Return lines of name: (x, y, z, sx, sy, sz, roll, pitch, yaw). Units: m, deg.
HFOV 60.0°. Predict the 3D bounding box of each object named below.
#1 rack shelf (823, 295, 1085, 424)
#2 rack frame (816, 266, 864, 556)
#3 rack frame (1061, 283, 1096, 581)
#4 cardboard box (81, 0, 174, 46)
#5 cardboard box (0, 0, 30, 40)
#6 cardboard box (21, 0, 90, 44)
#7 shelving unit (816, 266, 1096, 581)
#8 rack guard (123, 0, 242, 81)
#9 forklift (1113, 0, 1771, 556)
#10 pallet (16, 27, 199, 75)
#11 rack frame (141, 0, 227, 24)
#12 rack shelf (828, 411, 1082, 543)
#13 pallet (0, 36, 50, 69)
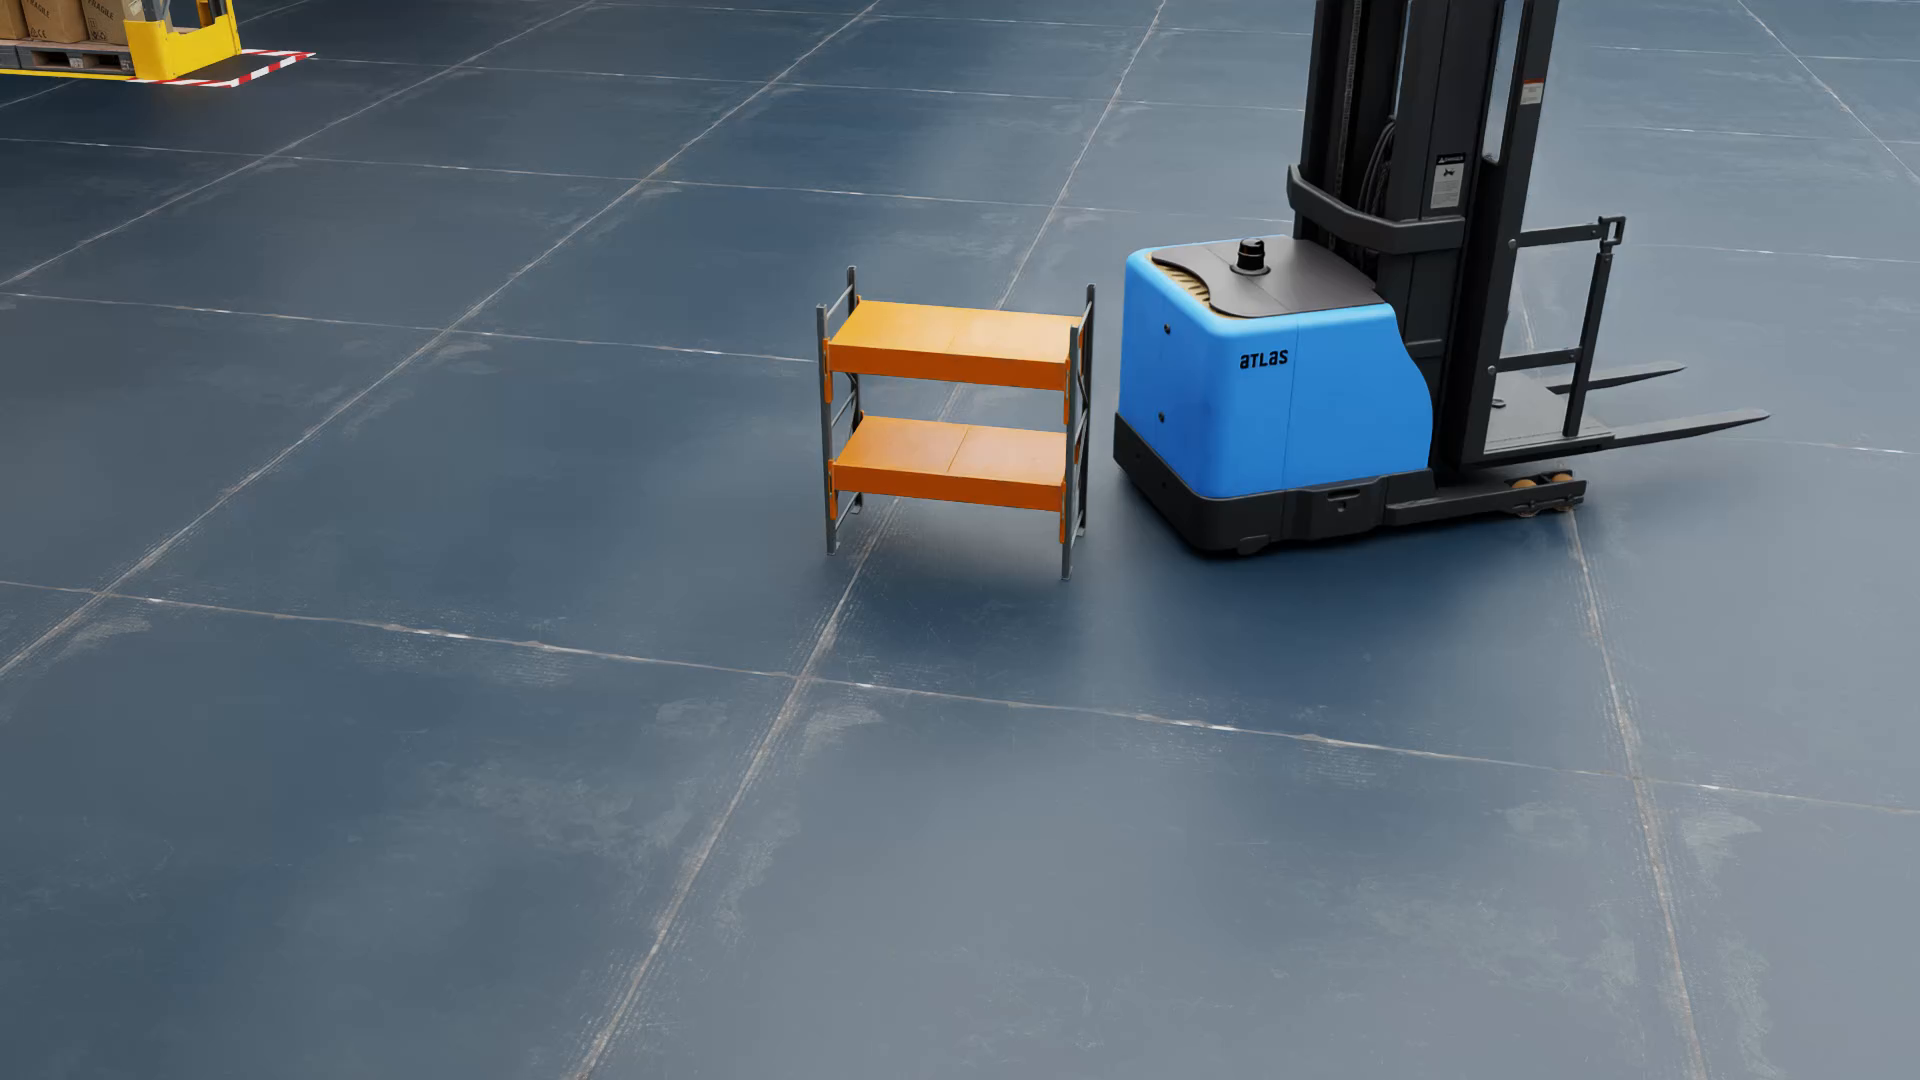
rack shelf: (-0.007, -0.751, 6.841, 1.000, 0.278, 0.538, 6, 29, 11)
rack frame: (-0.504, -0.545, 7.074, 0.032, 1.125, 0.500, 6, 29, 11)
rack frame: (0.491, -0.443, 6.888, 0.032, 1.125, 0.500, 6, 29, 11)
cardboard box: (-7.544, -4.796, 15.052, 0.500, 0.500, 0.500, 11, 31, 20)
cardboard box: (-8.744, -4.911, 15.263, 0.500, 0.500, 0.500, 9, 30, 15)
cardboard box: (-8.136, -4.839, 15.132, 0.500, 0.500, 0.500, 14, 32, 24)
shelving unit: (-0.007, -0.494, 6.981, 1.048, 1.125, 0.538, 6, 29, 11)
rack guard: (-7.011, -4.549, 15.038, 0.348, 0.500, 1.175, 6, 29, 11)
forklift: (2.294, -1.619, 7.156, 3.031, 2.935, 1.130, -8, 30, -15)
pallet: (-7.799, -4.520, 15.286, 1.213, 0.211, 1.003, 6, 29, 11)
rack frame: (-6.937, -5.637, 14.424, 0.127, 3.000, 1.000, 6, 29, 11)
rack shelf: (-0.007, -0.280, 7.099, 1.000, 0.278, 0.538, 6, 29, 11)
pallet: (-8.988, -4.643, 15.512, 1.213, 0.211, 1.003, 6, 29, 11)
